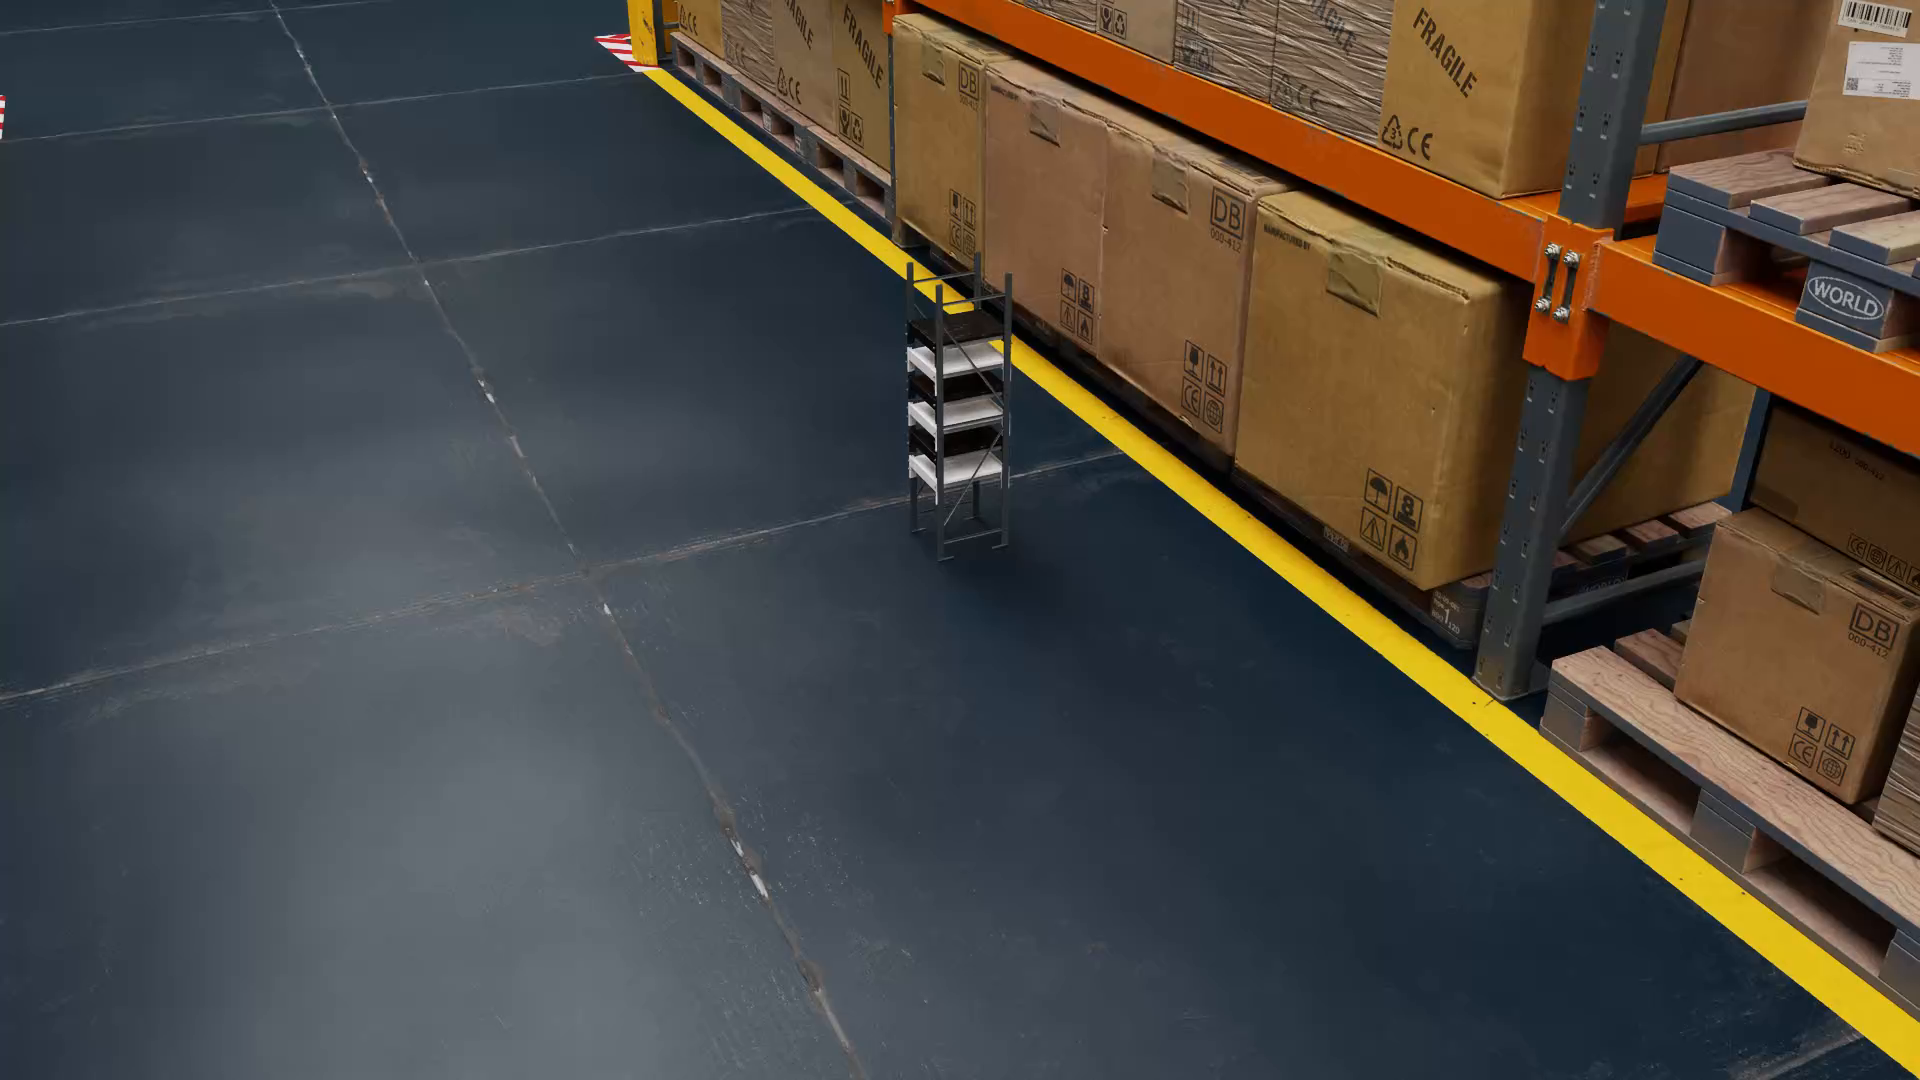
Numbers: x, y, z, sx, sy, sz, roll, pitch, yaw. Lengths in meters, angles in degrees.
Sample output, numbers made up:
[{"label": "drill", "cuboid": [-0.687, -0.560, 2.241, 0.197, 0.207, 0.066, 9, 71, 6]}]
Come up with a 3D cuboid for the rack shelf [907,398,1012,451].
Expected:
[{"label": "rack shelf", "cuboid": [-0.003, -0.367, 5.053, 0.258, 0.077, 0.200, -13, 32, -22]}]

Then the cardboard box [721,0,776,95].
[{"label": "cardboard box", "cuboid": [-0.818, -3.119, 9.489, 0.875, 0.875, 0.875, -13, 32, -22]}]

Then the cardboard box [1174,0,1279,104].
[{"label": "cardboard box", "cuboid": [1.008, -1.657, 5.036, 0.500, 0.500, 0.500, -14, 32, -24]}]

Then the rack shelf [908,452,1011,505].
[{"label": "rack shelf", "cuboid": [-0.003, -0.210, 5.141, 0.258, 0.077, 0.200, -13, 32, -22]}]

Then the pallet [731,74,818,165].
[{"label": "pallet", "cuboid": [-0.622, -2.440, 9.385, 1.003, 0.211, 1.213, -13, 32, -22]}]

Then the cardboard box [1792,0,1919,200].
[{"label": "cardboard box", "cuboid": [2.146, -0.994, 3.424, 0.500, 0.500, 0.500, -17, 34, -28]}]

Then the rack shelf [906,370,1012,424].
[{"label": "rack shelf", "cuboid": [-0.003, -0.446, 5.009, 0.258, 0.077, 0.200, -13, 32, -22]}]

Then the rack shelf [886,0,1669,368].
[{"label": "rack shelf", "cuboid": [1.020, -1.567, 5.713, 1.077, 0.370, 4.000, -13, 32, -22]}]

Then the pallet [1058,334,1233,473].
[{"label": "pallet", "cuboid": [1.088, -0.683, 6.252, 1.003, 0.211, 1.213, -13, 32, -22]}]

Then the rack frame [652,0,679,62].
[{"label": "rack frame", "cuboid": [-1.556, -4.531, 10.263, 1.000, 3.000, 0.127, -13, 32, -22]}]

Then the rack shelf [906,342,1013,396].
[{"label": "rack shelf", "cuboid": [-0.003, -0.524, 4.965, 0.258, 0.077, 0.200, -13, 32, -22]}]

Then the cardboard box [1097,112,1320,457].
[{"label": "cardboard box", "cuboid": [1.225, -0.958, 5.635, 1.225, 0.875, 0.875, -13, 32, -22]}]

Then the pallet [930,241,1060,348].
[{"label": "pallet", "cuboid": [0.560, -1.223, 7.215, 1.003, 0.211, 1.213, -13, 32, -22]}]

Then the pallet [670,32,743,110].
[{"label": "pallet", "cuboid": [-1.142, -2.978, 10.345, 1.003, 0.211, 1.213, -13, 32, -22]}]

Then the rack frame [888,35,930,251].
[{"label": "rack frame", "cuboid": [0.161, -2.764, 7.112, 1.000, 3.000, 0.127, -13, 32, -22]}]

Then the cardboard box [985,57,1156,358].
[{"label": "cardboard box", "cuboid": [0.838, -1.347, 6.329, 1.225, 0.875, 0.875, -14, 32, -24]}]

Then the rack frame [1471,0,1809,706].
[{"label": "rack frame", "cuboid": [1.878, -0.997, 3.961, 1.000, 3.000, 0.127, -13, 32, -22]}]

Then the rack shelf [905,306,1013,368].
[{"label": "rack shelf", "cuboid": [-0.003, -0.603, 4.921, 0.258, 0.077, 0.200, -13, 32, -22]}]

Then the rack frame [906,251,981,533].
[{"label": "rack frame", "cuboid": [-0.047, -0.441, 5.116, 0.240, 0.900, 0.006, -13, 32, -22]}]

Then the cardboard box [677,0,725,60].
[{"label": "cardboard box", "cuboid": [-1.209, -3.521, 10.206, 0.875, 0.875, 0.875, -13, 32, -22]}]

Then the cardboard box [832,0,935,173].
[{"label": "cardboard box", "cuboid": [-0.050, -2.329, 8.079, 0.875, 0.875, 0.875, -13, 32, -22]}]

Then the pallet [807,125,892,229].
[{"label": "pallet", "cuboid": [-0.095, -1.900, 8.423, 1.003, 0.211, 1.213, -13, 32, -22]}]

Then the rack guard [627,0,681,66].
[{"label": "rack guard", "cuboid": [-1.566, -3.451, 10.894, 1.175, 0.500, 0.348, -13, 32, -22]}]

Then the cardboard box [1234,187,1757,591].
[{"label": "cardboard box", "cuboid": [1.601, -0.563, 4.930, 1.225, 0.875, 0.875, -15, 32, -24]}]

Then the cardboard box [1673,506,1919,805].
[{"label": "cardboard box", "cuboid": [2.184, 0.193, 3.945, 0.700, 0.500, 0.500, -15, 33, -25]}]

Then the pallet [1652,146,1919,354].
[{"label": "pallet", "cuboid": [2.280, -0.621, 3.487, 1.213, 0.211, 1.003, -13, 32, -22]}]

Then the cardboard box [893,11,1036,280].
[{"label": "cardboard box", "cuboid": [0.454, -1.742, 7.033, 1.225, 0.875, 0.875, -13, 32, -22]}]

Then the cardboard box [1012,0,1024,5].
[{"label": "cardboard box", "cuboid": [0.349, -2.330, 6.236, 0.500, 0.500, 0.500, -13, 32, -22]}]

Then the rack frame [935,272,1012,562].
[{"label": "rack frame", "cuboid": [0.040, -0.351, 4.956, 0.240, 0.900, 0.006, -13, 32, -22]}]

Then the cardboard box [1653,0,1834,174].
[{"label": "cardboard box", "cuboid": [1.915, -1.312, 4.422, 0.500, 0.500, 0.500, -12, 31, -21]}]

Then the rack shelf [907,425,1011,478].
[{"label": "rack shelf", "cuboid": [-0.003, -0.289, 5.097, 0.258, 0.077, 0.200, -13, 32, -22]}]

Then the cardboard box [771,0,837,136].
[{"label": "cardboard box", "cuboid": [-0.436, -2.726, 8.788, 0.875, 0.875, 0.875, -13, 32, -22]}]

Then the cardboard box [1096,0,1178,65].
[{"label": "cardboard box", "cuboid": [0.790, -1.882, 5.437, 0.500, 0.500, 0.500, -12, 32, -21]}]

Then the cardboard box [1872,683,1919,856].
[{"label": "cardboard box", "cuboid": [2.434, 0.435, 3.512, 0.700, 0.500, 0.500, -16, 33, -26]}]

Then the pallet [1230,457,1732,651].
[{"label": "pallet", "cuboid": [1.608, -0.145, 5.292, 1.003, 0.211, 1.213, -13, 32, -22]}]

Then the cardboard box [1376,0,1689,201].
[{"label": "cardboard box", "cuboid": [1.443, -1.207, 4.233, 0.500, 0.500, 0.500, -12, 31, -20]}]

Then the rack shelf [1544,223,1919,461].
[{"label": "rack shelf", "cuboid": [2.737, 0.200, 2.562, 1.077, 0.370, 4.000, -13, 32, -22]}]

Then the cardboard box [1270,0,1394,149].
[{"label": "cardboard box", "cuboid": [1.234, -1.428, 4.628, 0.500, 0.500, 0.500, -13, 32, -22]}]

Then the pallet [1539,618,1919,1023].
[{"label": "pallet", "cuboid": [2.212, 0.565, 4.027, 1.003, 0.211, 1.213, -13, 32, -22]}]

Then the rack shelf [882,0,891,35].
[{"label": "rack shelf", "cuboid": [-0.697, -3.334, 8.864, 1.077, 0.370, 4.000, -13, 32, -22]}]

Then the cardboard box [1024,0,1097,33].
[{"label": "cardboard box", "cuboid": [0.564, -2.109, 5.842, 0.500, 0.500, 0.500, -14, 32, -23]}]

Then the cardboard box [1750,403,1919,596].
[{"label": "cardboard box", "cuboid": [2.193, -0.136, 3.765, 0.500, 0.250, 0.500, -12, 31, -20]}]

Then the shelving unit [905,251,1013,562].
[{"label": "shelving unit", "cuboid": [-0.003, -0.396, 5.036, 0.258, 0.900, 0.210, -13, 32, -22]}]
